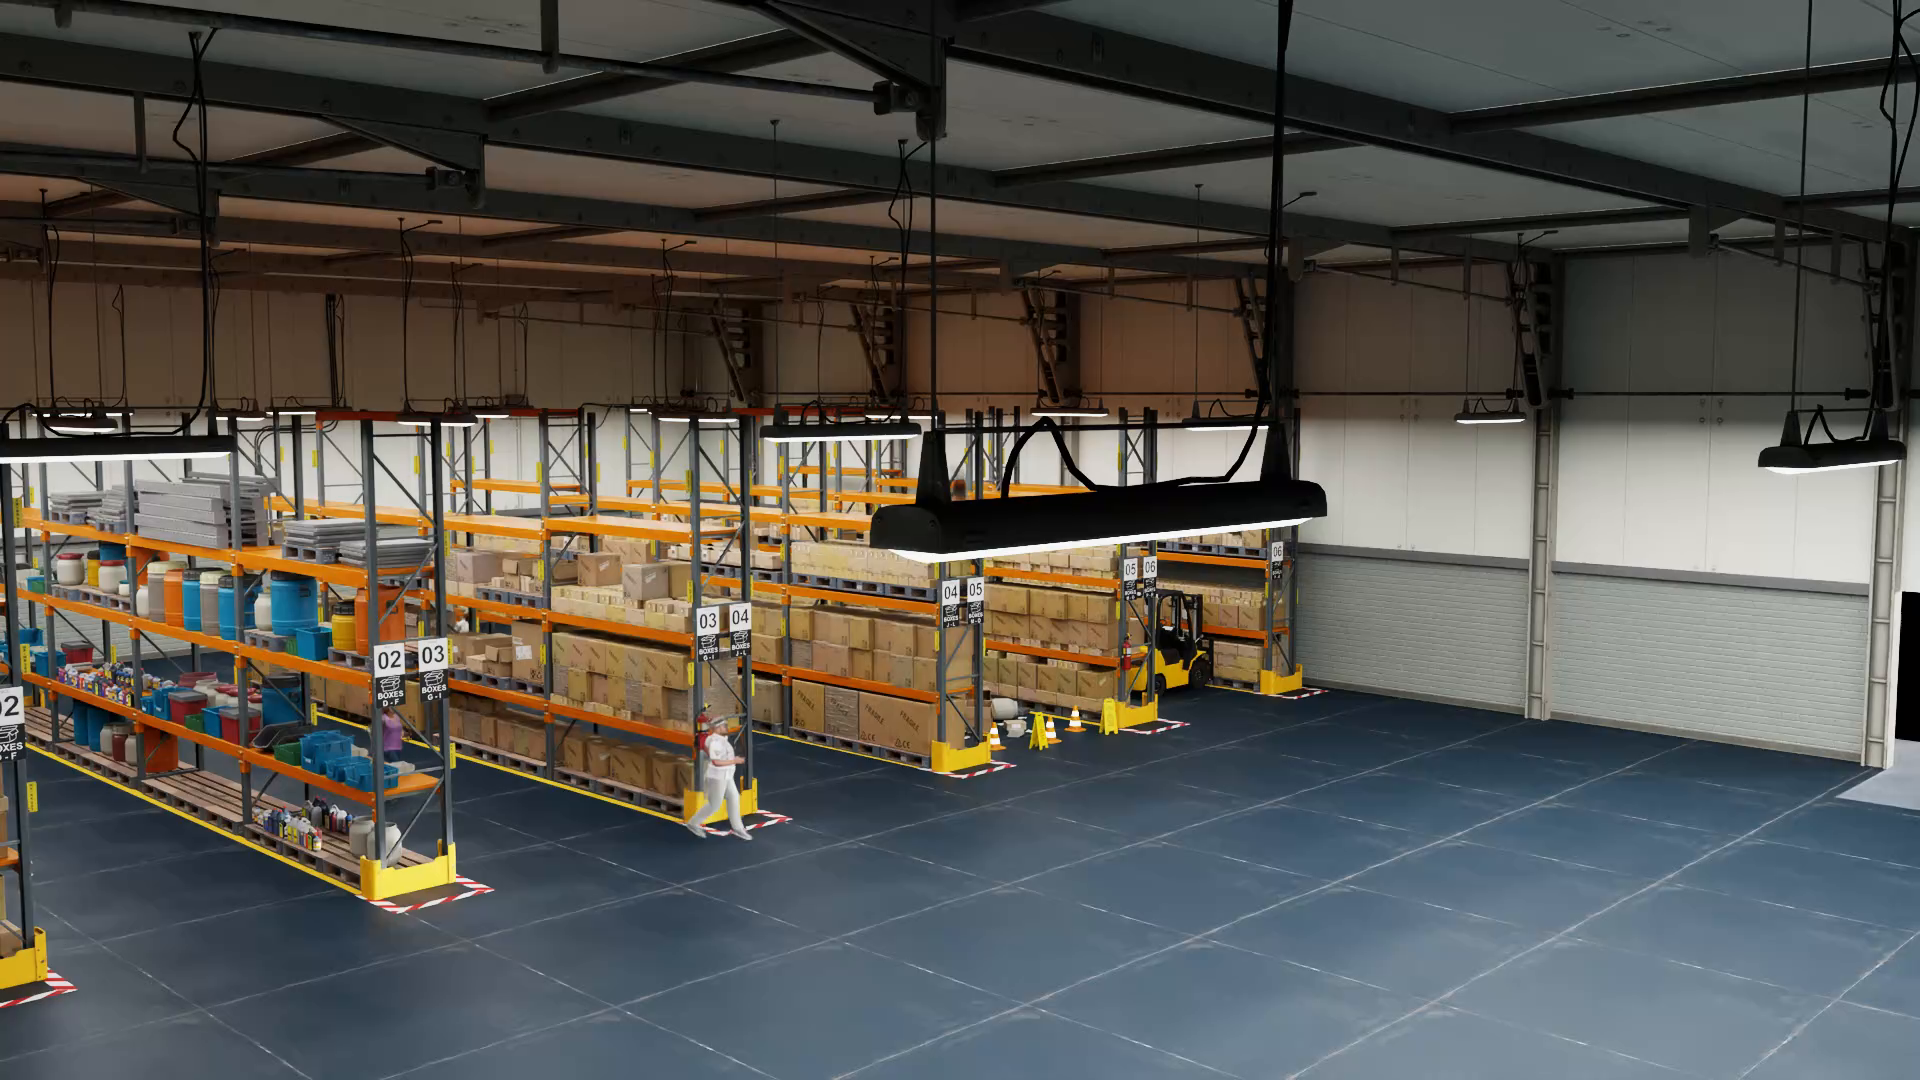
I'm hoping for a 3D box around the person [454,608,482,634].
[{"bbox_3d":[-10.614,2.305,35.963,0.566,1.712,0.870,-4,6,-36],"label":"person"}]

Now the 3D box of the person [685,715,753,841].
[{"bbox_3d":[-3.403,3.365,23.443,0.937,1.817,0.656,0,5,3],"label":"person"}]

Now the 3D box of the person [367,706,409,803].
[{"bbox_3d":[-8.777,3.258,25.668,0.661,1.592,0.510,2,5,19],"label":"person"}]
